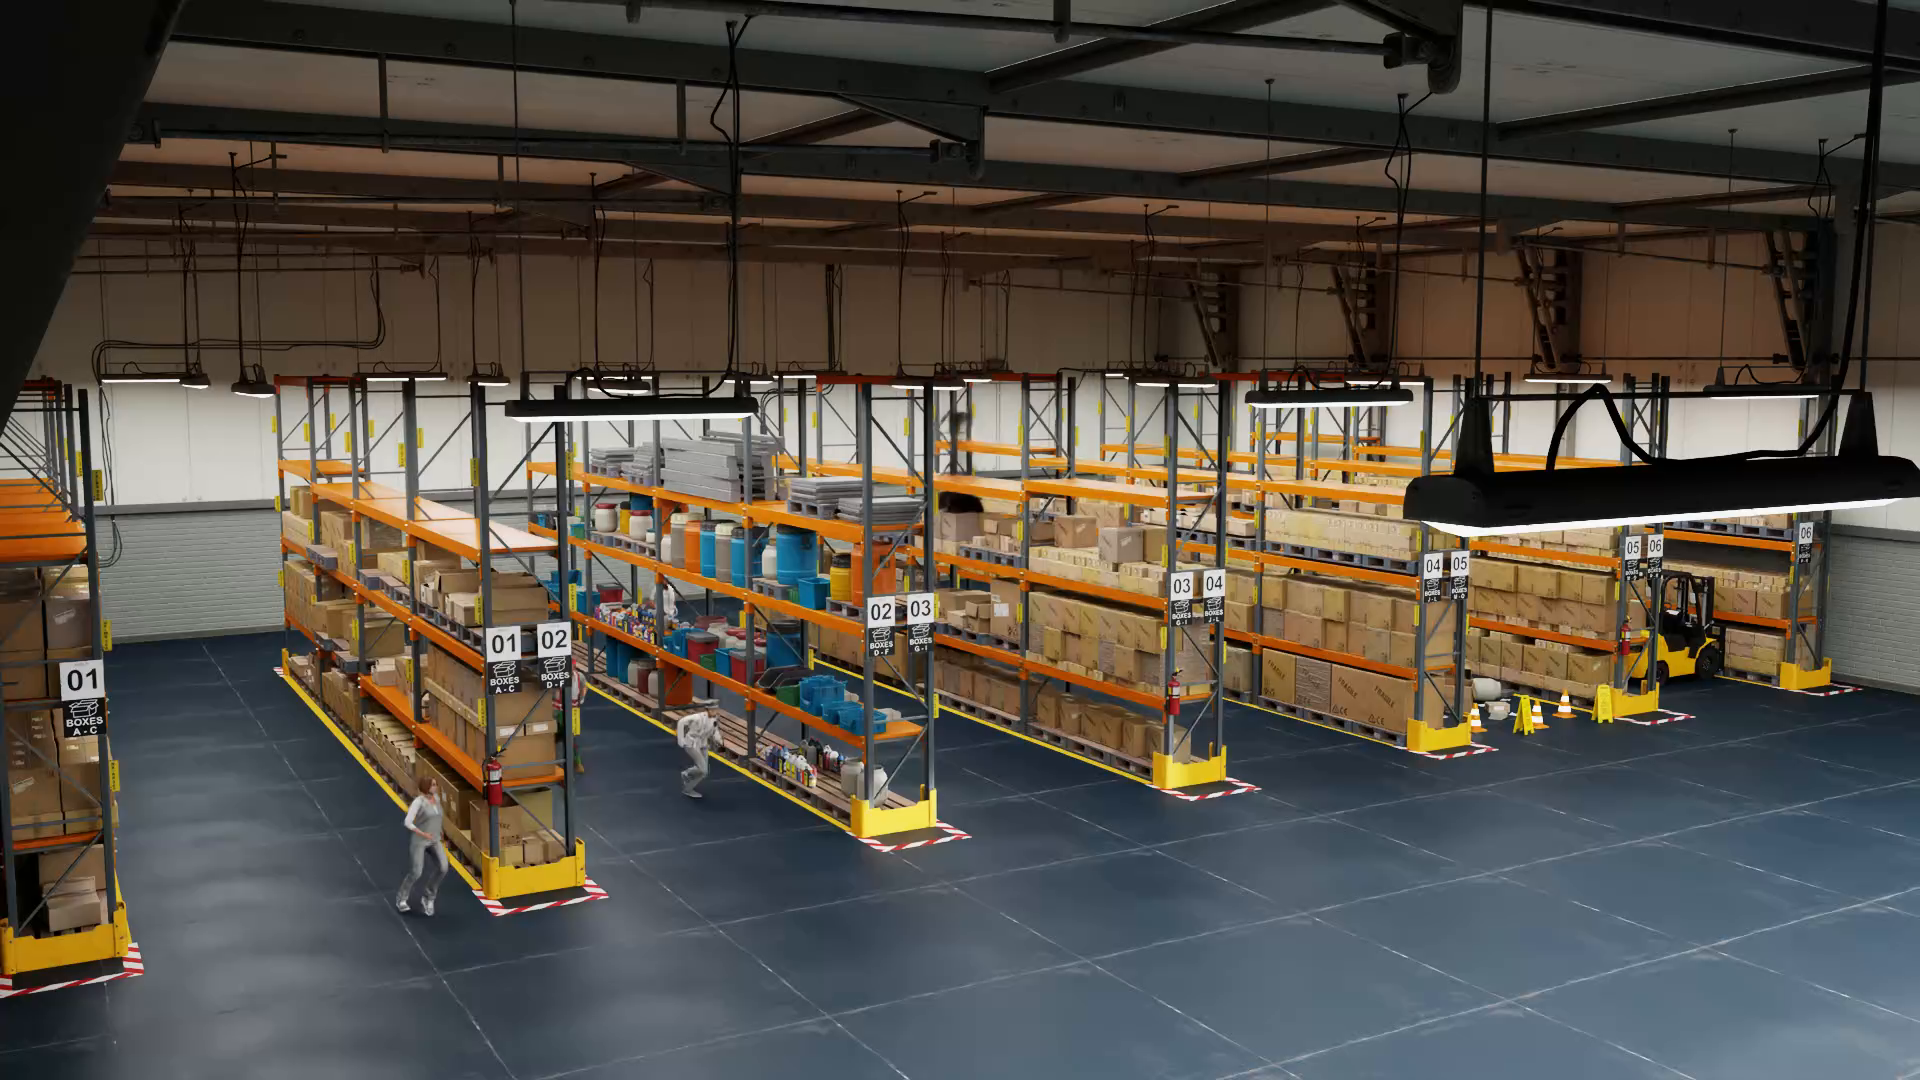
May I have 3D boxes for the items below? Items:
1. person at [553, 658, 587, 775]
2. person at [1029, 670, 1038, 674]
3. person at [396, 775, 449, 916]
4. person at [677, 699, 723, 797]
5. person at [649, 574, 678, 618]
[{"bbox_3d":[-6.103,2.652,25.687,0.661,1.776,1.134,-6,9,-43],"label":"person"},{"bbox_3d":[1.385,1.698,32.197,0.699,1.706,0.886,-4,7,-33],"label":"person"},{"bbox_3d":[-6.105,3.488,19.050,0.611,1.559,0.602,4,7,33],"label":"person"},{"bbox_3d":[-3.736,3.000,23.825,0.748,1.487,0.640,5,8,38],"label":"person"},{"bbox_3d":[-6.306,1.580,35.567,0.690,1.744,0.583,-5,8,-40],"label":"person"}]
